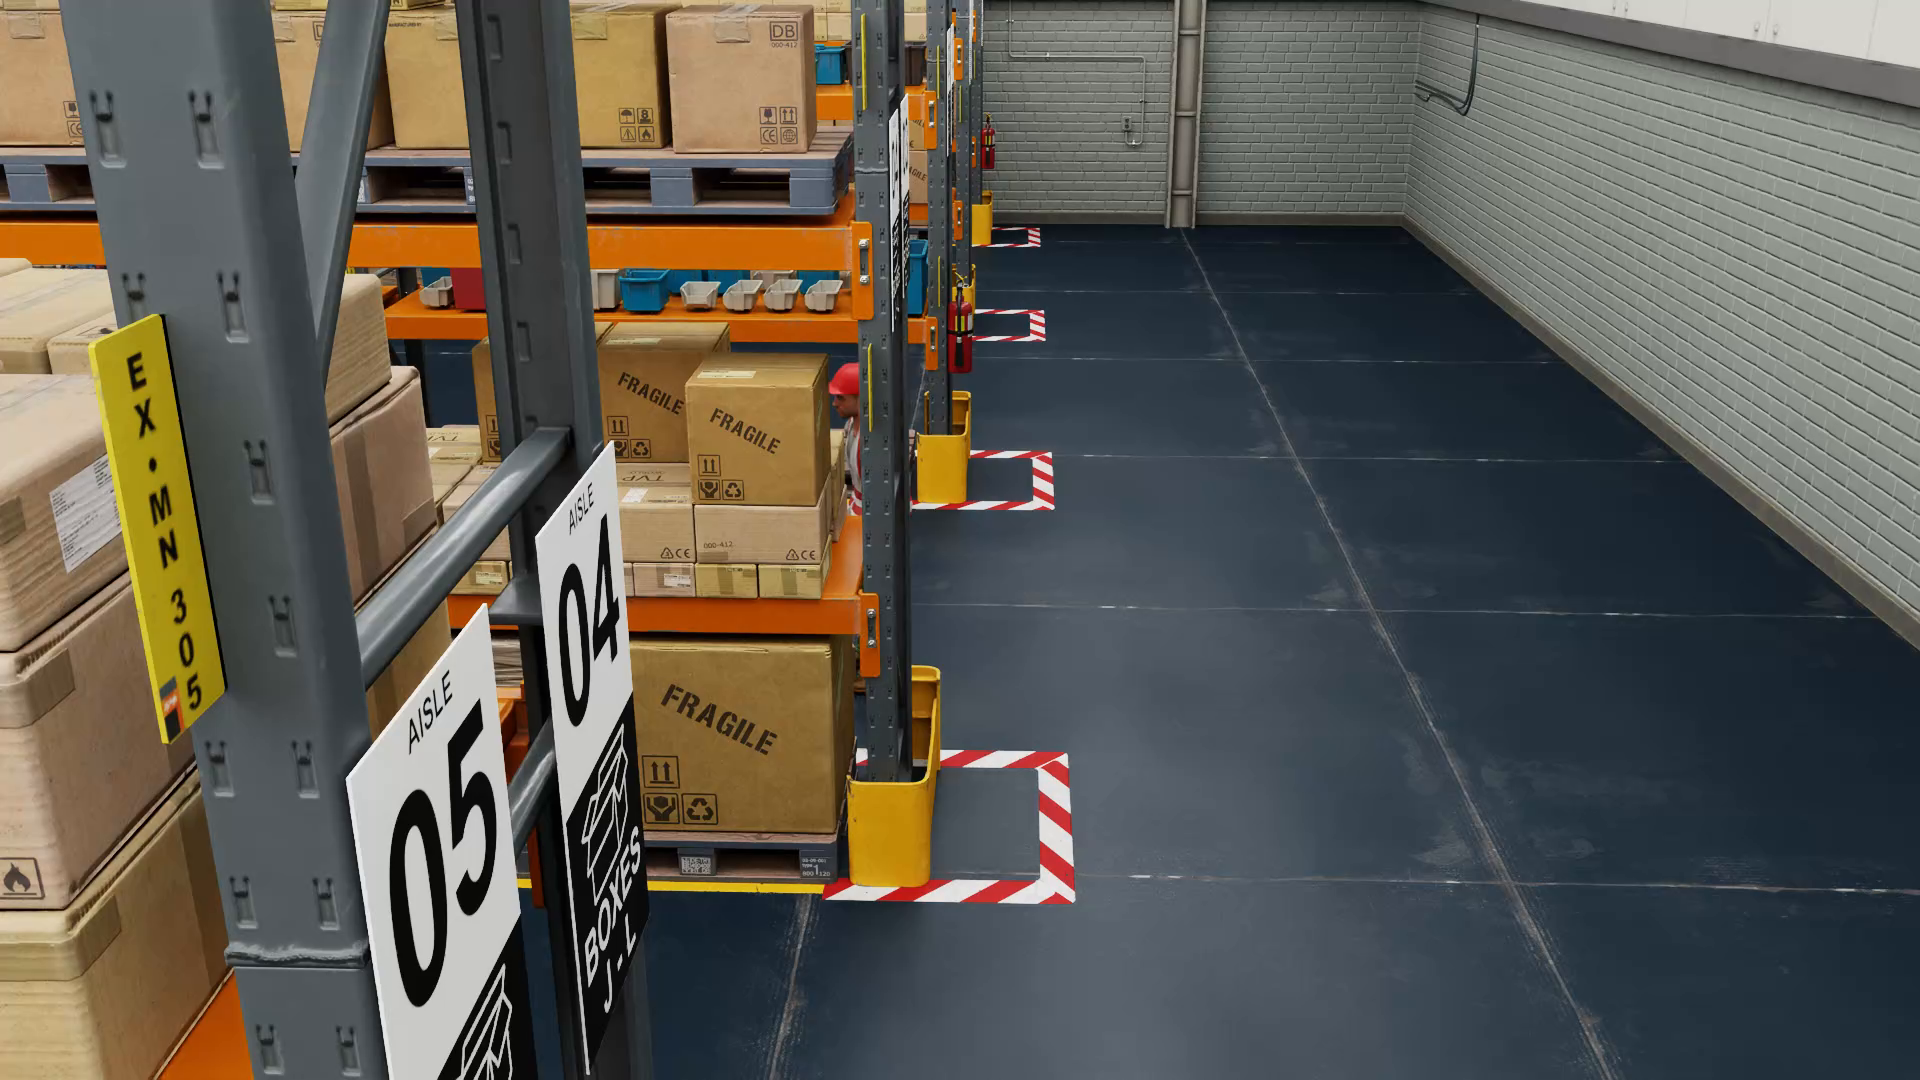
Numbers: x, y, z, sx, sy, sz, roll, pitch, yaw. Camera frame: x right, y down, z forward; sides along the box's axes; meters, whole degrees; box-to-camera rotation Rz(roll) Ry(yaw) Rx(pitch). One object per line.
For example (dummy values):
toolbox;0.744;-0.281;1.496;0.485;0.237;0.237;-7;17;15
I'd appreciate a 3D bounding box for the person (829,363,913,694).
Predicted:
person;-0.490;-0.076;8.762;0.449;1.778;0.610;-6;21;-15
